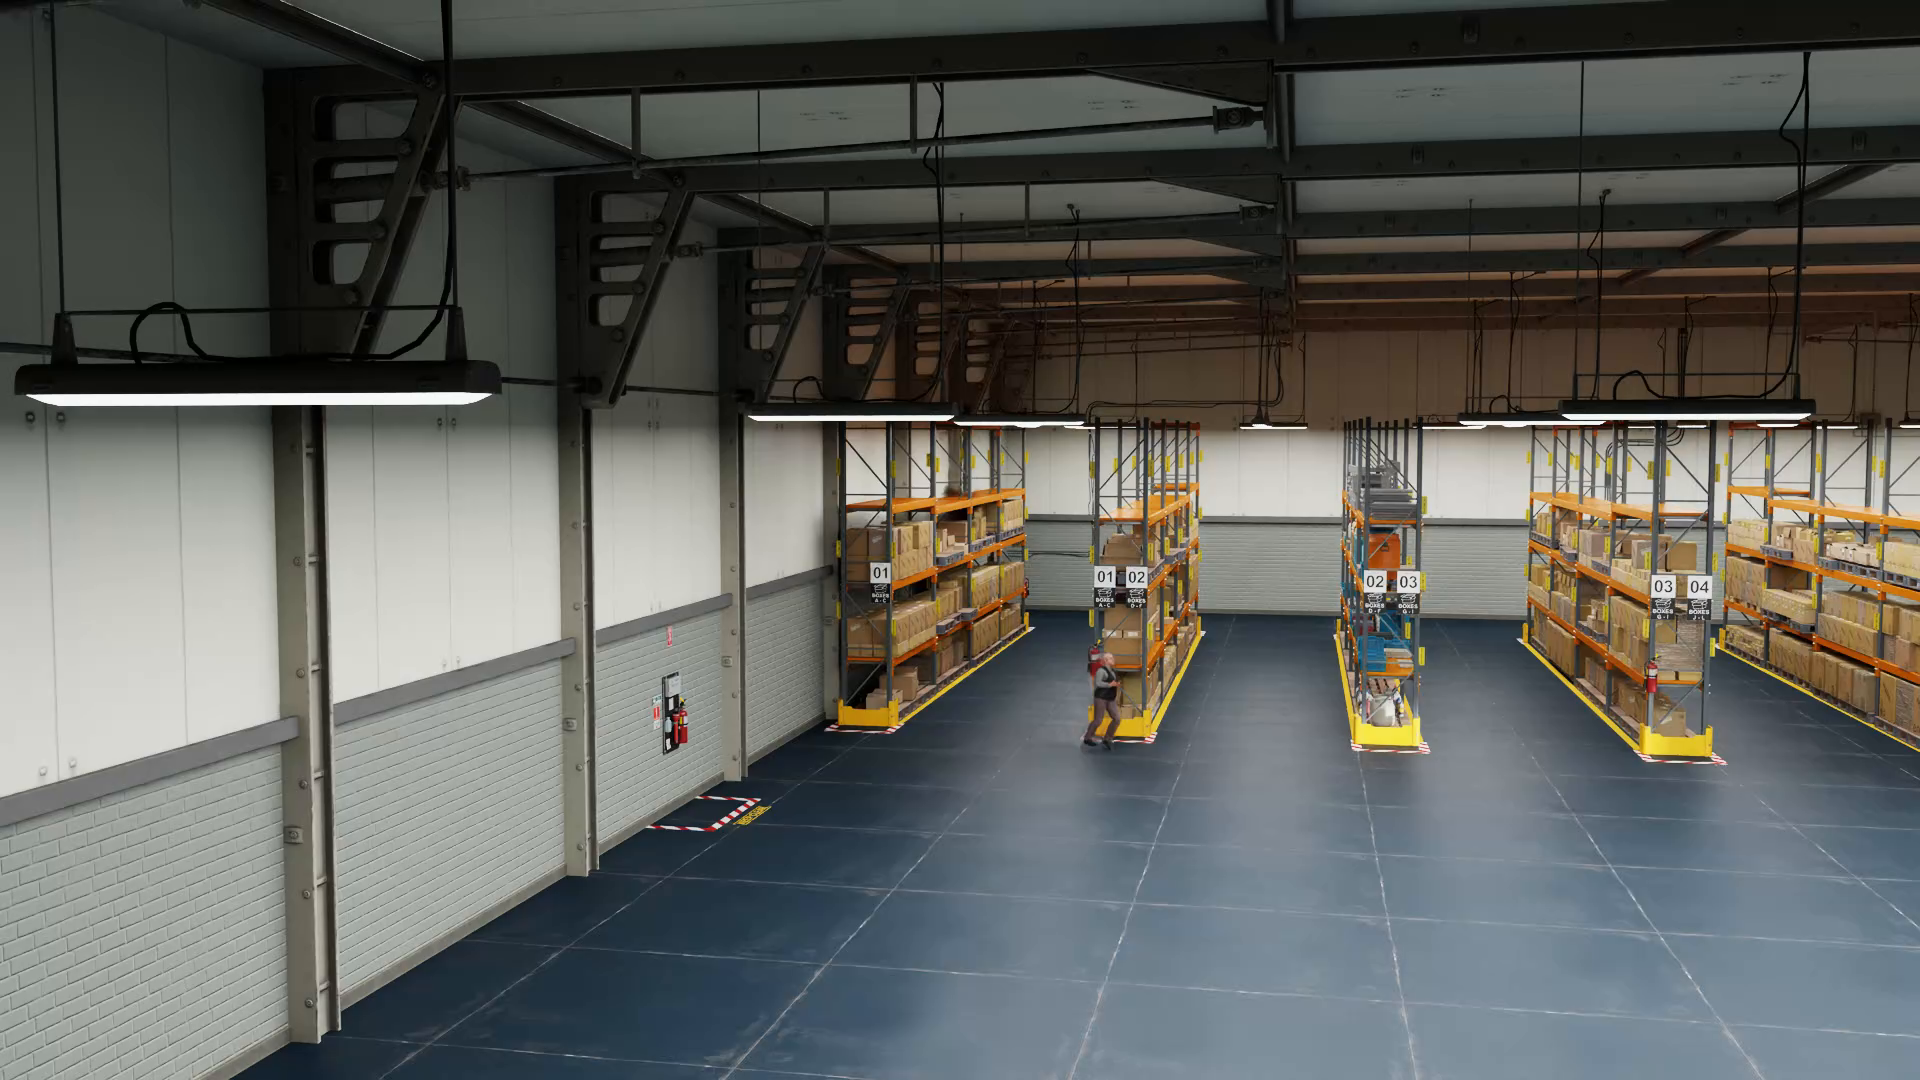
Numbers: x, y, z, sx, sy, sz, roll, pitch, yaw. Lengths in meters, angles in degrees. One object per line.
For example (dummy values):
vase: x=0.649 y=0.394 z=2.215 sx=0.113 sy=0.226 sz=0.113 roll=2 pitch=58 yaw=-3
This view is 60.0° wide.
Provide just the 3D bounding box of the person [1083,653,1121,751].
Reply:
person: x=2.642 y=2.934 z=30.045 sx=0.742 sy=1.775 sz=0.656 roll=3 pitch=5 yaw=42

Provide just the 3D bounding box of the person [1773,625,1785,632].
person: x=21.915 y=1.959 z=44.533 sx=0.718 sy=1.772 sz=0.835 roll=-2 pitch=4 yaw=-24
